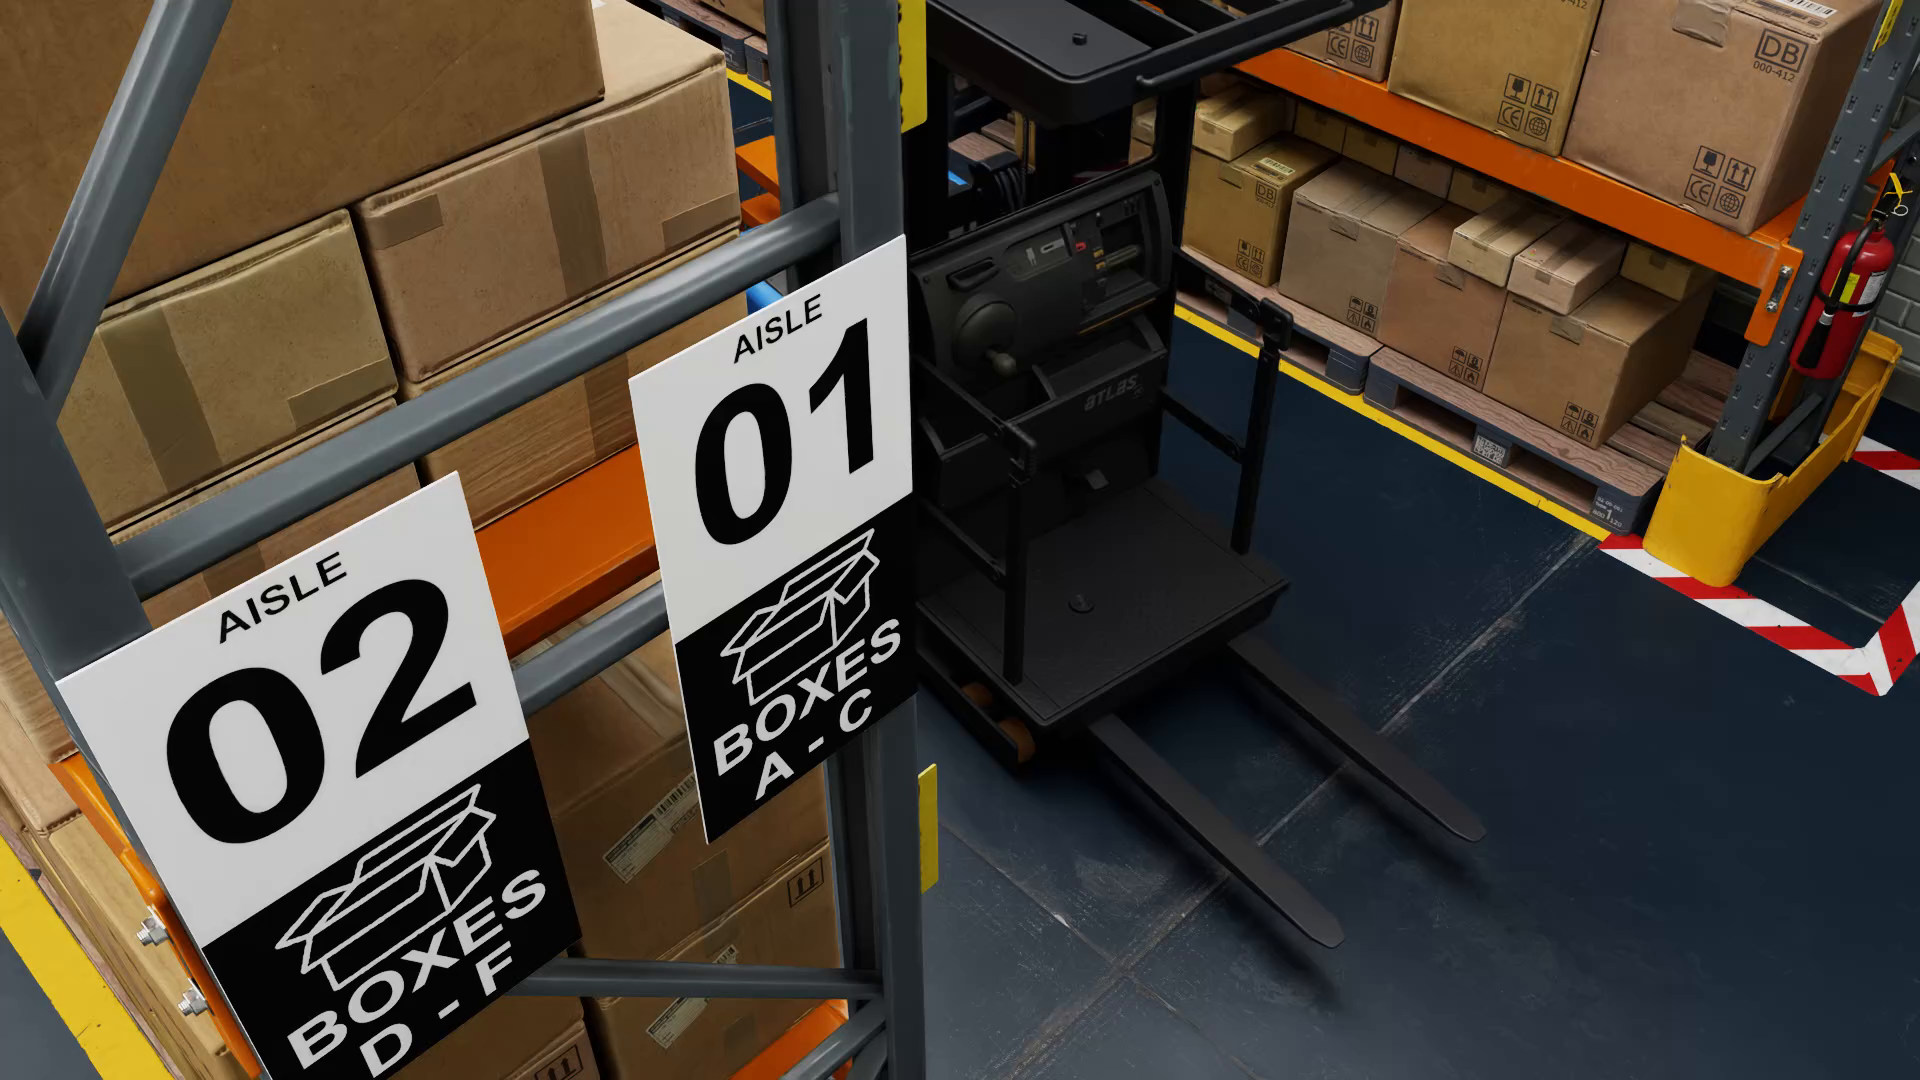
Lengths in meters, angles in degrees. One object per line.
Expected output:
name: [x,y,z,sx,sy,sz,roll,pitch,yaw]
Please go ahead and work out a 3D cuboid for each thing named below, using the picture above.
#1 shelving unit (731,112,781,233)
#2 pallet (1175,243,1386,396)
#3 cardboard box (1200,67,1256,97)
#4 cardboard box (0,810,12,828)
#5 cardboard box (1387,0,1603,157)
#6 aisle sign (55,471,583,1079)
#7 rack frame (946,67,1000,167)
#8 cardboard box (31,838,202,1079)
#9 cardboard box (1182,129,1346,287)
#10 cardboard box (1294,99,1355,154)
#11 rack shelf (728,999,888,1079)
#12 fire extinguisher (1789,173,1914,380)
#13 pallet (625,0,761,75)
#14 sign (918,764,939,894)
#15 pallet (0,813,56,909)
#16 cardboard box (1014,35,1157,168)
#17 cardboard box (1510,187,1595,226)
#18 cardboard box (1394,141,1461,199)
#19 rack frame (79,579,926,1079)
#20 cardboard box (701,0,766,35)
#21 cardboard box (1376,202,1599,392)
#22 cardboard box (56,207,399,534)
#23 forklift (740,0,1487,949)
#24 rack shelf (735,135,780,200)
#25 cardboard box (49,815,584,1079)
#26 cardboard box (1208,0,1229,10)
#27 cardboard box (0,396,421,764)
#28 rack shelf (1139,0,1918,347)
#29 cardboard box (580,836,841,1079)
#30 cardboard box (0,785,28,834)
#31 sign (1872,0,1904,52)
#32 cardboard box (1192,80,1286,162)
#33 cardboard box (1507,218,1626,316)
shelving unit: [-0.630,-1.068,6.522,0.258,1.200,0.503,-27,49,-26]
pallet: [1.568,-1.192,7.385,1.003,0.211,1.213,-34,53,-31]
cardboard box: [1.274,-2.058,7.321,0.250,0.149,0.380,33,52,30]
cardboard box: [-2.042,0.239,3.708,0.500,0.500,0.500,33,52,31]
cardboard box: [2.156,-1.978,5.960,0.700,0.700,0.980,34,52,31]
aisle sign: [-0.628,0.317,1.781,0.394,0.787,0.004,-34,53,-31]
rack frame: [0.220,-3.206,7.509,1.000,3.000,0.127,-34,53,-31]
cardboard box: [-1.337,0.723,3.183,0.500,0.500,0.500,-34,52,-31]
cardboard box: [1.389,-1.543,7.242,0.700,0.500,0.500,-33,52,-30]
cardboard box: [1.635,-1.812,7.056,0.250,0.149,0.380,33,52,31]
rack shelf: [-1.872,0.396,4.142,1.077,0.370,4.000,-34,53,-31]
fire extinguisher: [2.825,-0.825,5.264,0.296,0.674,0.183,-34,53,-31]
pallet: [-1.244,-3.102,9.452,1.003,0.211,1.213,-34,53,-31]
sign: [-0.076,0.514,2.845,0.100,0.325,0.005,-34,53,-31]
pallet: [-2.800,0.525,5.527,1.003,0.211,1.213,-34,53,-31]
cardboard box: [0.676,-2.033,7.773,0.700,0.500,0.500,-33,52,-31]
cardboard box: [2.351,-1.325,6.528,0.380,0.149,0.250,-34,52,-31]
cardboard box: [1.995,-1.568,6.791,0.380,0.149,0.250,-33,52,-31]
rack frame: [-0.460,1.092,2.858,1.000,3.000,0.127,-34,53,-31]
cardboard box: [-0.961,-3.246,8.827,0.750,0.750,0.750,-32,52,-30]
cardboard box: [2.126,-1.049,6.707,0.500,0.500,0.700,34,53,31]
cardboard box: [-1.003,-0.263,1.856,0.500,0.250,0.500,-34,53,-31]
forklift: [0.400,-0.718,4.867,1.130,2.935,3.031,-27,49,-26]
rack shelf: [-0.630,-1.357,6.255,0.258,0.148,0.480,-27,49,-26]
cardboard box: [-0.969,0.606,2.573,0.500,0.500,0.500,34,52,31]
cardboard box: [1.103,-2.694,6.734,0.700,0.700,0.980,33,52,30]
cardboard box: [-1.009,-0.075,2.021,0.500,0.250,0.500,-34,53,-31]
rack shelf: [1.633,-1.980,6.713,1.077,0.370,4.000,-34,53,-31]
cardboard box: [-0.586,0.716,3.191,0.500,0.500,0.500,-33,52,-30]
cardboard box: [-1.695,0.117,3.103,0.500,0.500,0.500,-33,52,-30]
sign: [2.651,-1.543,4.681,0.100,0.325,0.005,-34,53,-31]
cardboard box: [1.157,-1.769,7.009,0.250,0.149,0.380,33,52,30]
cardboard box: [2.260,-1.021,6.199,0.250,0.149,0.380,34,52,31]
